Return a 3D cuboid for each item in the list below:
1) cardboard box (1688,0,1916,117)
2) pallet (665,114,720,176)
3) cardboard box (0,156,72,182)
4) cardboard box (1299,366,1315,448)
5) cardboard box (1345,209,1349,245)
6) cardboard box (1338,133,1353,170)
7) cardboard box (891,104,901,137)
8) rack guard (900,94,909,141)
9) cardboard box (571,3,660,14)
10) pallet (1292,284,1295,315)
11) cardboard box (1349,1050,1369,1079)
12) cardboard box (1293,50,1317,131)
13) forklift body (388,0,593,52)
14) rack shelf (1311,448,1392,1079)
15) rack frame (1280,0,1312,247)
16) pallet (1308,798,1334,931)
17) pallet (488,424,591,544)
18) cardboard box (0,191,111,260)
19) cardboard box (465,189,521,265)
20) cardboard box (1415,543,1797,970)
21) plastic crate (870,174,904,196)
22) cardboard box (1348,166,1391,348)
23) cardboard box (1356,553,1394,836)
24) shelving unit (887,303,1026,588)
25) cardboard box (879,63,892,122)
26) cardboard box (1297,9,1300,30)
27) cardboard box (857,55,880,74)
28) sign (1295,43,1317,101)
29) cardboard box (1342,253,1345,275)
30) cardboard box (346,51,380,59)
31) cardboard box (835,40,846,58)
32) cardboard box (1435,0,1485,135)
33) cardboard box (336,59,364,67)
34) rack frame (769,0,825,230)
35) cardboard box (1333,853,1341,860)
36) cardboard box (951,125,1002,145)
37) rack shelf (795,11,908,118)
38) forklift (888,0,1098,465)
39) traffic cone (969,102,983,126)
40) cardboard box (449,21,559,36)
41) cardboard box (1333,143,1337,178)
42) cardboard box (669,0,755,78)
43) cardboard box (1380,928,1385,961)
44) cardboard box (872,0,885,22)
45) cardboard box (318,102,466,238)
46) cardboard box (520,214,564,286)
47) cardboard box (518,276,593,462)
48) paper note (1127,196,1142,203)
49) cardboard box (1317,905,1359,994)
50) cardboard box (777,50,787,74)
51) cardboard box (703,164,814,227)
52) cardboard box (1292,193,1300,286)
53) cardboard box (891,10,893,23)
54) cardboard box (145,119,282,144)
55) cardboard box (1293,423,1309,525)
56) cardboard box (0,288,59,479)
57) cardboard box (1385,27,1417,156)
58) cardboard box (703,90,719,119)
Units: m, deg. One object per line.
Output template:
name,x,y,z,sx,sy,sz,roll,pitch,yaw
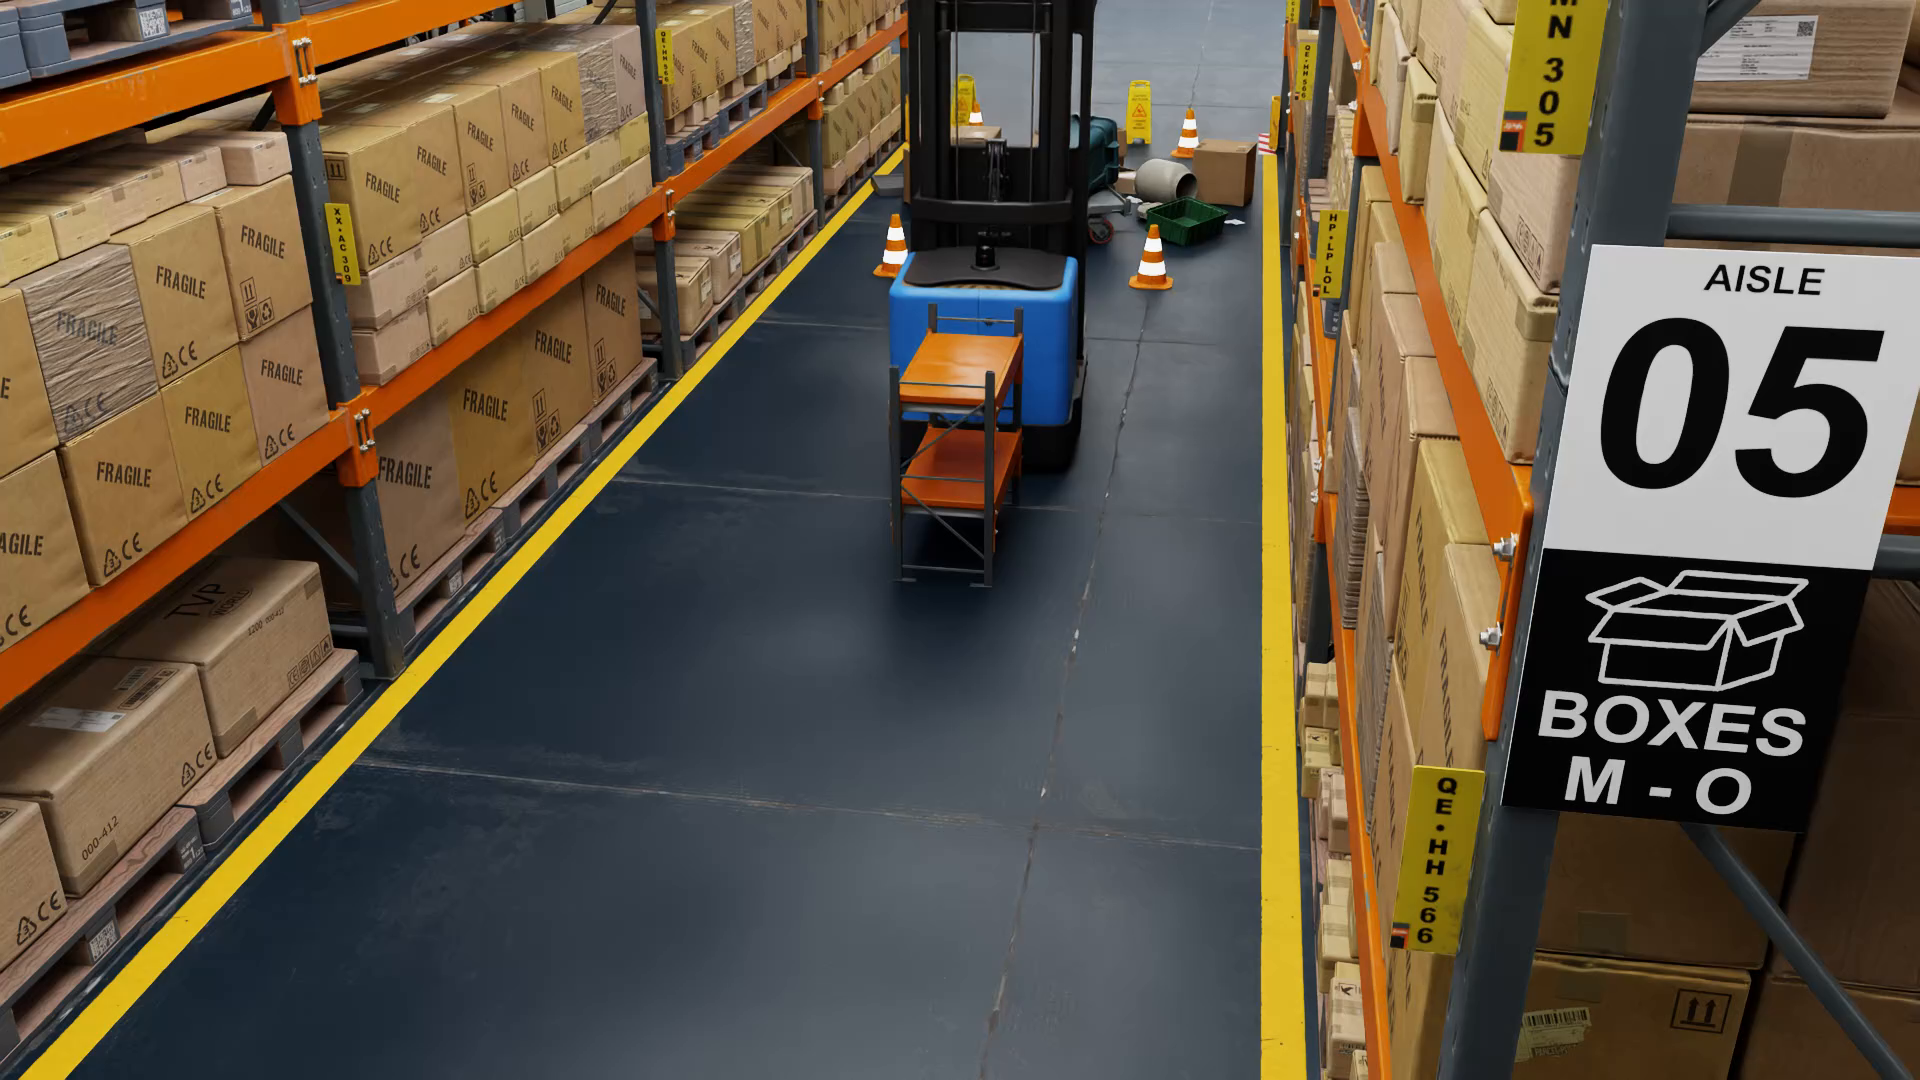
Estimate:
cardboard box,1.012,-0.667,2.215,0.380,0.149,0.250,4,25,8
pallet,-2.334,-2.675,11.152,1.213,0.211,1.003,4,25,9
cardboard box,-3.333,-1.243,5.805,0.380,0.149,0.250,4,25,8
cardboard box,1.943,-0.645,8.159,0.500,0.250,0.500,3,25,6
cardboard box,1.983,-1.425,7.707,0.380,0.149,0.250,4,25,9
cardboard box,2.159,-1.996,8.575,0.380,0.149,0.250,3,25,6
cardboard box,-0.908,-4.380,17.318,0.500,0.250,0.500,4,25,8
rack guard,-1.050,-4.638,18.069,1.175,0.500,0.348,4,25,9
cardboard box,-2.390,-3.464,11.648,0.500,0.500,0.500,2,25,5
pallet,2.960,-1.726,12.188,1.003,0.211,1.213,4,25,9
cardboard box,1.204,1.461,4.257,0.380,0.149,0.250,3,25,6
cardboard box,2.691,-3.252,12.042,0.500,0.500,0.500,4,25,8
forklift body,-4.445,-4.841,16.554,2.313,2.155,1.214,4,25,9
rack shelf,1.574,0.680,4.608,1.077,0.370,4.000,4,25,9
rack frame,3.209,-3.828,13.391,1.000,3.000,0.127,4,25,9
pallet,1.826,1.064,6.229,1.003,0.211,1.213,4,25,9
pallet,-2.750,-0.360,9.270,1.003,0.211,1.213,4,25,9
cardboard box,-2.965,-1.004,5.293,0.380,0.149,0.250,4,25,8
cardboard box,-2.483,-1.535,8.079,0.500,0.250,0.500,4,25,9
cardboard box,1.077,0.349,2.818,0.500,0.500,0.500,4,25,7
plastic crate,-0.626,-3.407,15.934,0.402,0.080,0.583,-5,25,-10
cardboard box,1.587,-0.944,5.579,0.500,0.500,0.500,5,25,10
cardboard box,1.230,0.377,3.938,0.500,0.500,0.500,4,25,9
shelving unit,-0.001,-0.507,8.505,0.538,1.125,1.048,4,25,9
cardboard box,-0.993,-4.515,16.721,0.500,0.500,0.500,5,26,10
cardboard box,3.325,-4.283,14.185,0.875,0.550,0.550,4,25,9
cardboard box,-0.994,-4.654,16.253,0.380,0.149,0.250,5,26,11
sign,2.007,-2.717,9.651,0.100,0.325,0.005,4,25,9
cardboard box,1.981,-1.284,7.756,0.380,0.149,0.250,5,26,11
cardboard box,-6.371,-4.937,17.327,0.500,0.250,0.500,4,25,8
cardboard box,-1.245,-4.448,15.012,0.380,0.149,0.250,5,26,10
cardboard box,1.240,-0.965,3.322,0.500,0.250,0.500,4,25,9
cardboard box,-5.943,-4.691,16.802,0.500,0.250,0.500,4,25,7
rack frame,-1.691,-4.129,14.033,1.000,3.000,0.127,4,25,9
cardboard box,1.500,1.077,5.779,0.380,0.149,0.250,4,25,7
cardboard box,0.070,-3.229,14.166,0.500,0.500,0.500,4,25,9
rack shelf,-1.365,-4.640,15.973,1.077,0.370,4.000,4,25,9
forklift,0.265,-2.348,10.308,1.130,2.935,3.031,3,25,6
traffic cone,0.165,-4.384,17.570,0.336,0.463,0.334,4,25,9
cardboard box,-2.667,-2.765,9.822,0.500,0.500,0.500,3,25,7
cardboard box,2.236,-2.065,9.073,0.380,0.149,0.250,5,26,11
cardboard box,-1.795,-3.648,12.042,0.500,0.500,0.500,3,25,7
cardboard box,1.144,0.833,3.729,0.380,0.149,0.250,5,25,10
cardboard box,-1.026,-5.318,16.104,0.500,0.500,0.500,4,25,8
cardboard box,-2.587,-1.660,7.461,0.500,0.500,0.500,4,25,8
cardboard box,-2.393,-1.519,8.634,0.500,0.250,0.500,4,25,8
cardboard box,-2.690,-1.028,9.419,0.875,0.875,0.875,4,25,9
paper note,1.625,-3.175,15.506,0.172,0.023,0.155,13,28,26
cardboard box,1.285,1.258,5.040,0.380,0.149,0.250,4,25,9
cardboard box,-1.570,-3.752,13.028,0.380,0.149,0.250,4,25,8
cardboard box,-1.775,-2.910,14.032,0.950,0.372,0.625,4,25,9
cardboard box,3.034,-2.331,12.349,1.050,0.750,0.750,4,25,9
cardboard box,-0.883,-5.298,16.826,0.380,0.149,0.250,4,25,8
cardboard box,-3.174,-1.486,7.088,0.500,0.500,0.500,5,26,10
cardboard box,1.946,-0.296,8.298,0.500,0.500,0.500,3,25,7
cardboard box,-3.058,-0.431,4.834,0.500,0.500,0.500,4,25,9
cardboard box,1.388,-1.171,4.353,0.500,0.250,0.500,5,26,11
cardboard box,-1.874,-2.996,11.414,0.380,0.149,0.250,4,25,9
